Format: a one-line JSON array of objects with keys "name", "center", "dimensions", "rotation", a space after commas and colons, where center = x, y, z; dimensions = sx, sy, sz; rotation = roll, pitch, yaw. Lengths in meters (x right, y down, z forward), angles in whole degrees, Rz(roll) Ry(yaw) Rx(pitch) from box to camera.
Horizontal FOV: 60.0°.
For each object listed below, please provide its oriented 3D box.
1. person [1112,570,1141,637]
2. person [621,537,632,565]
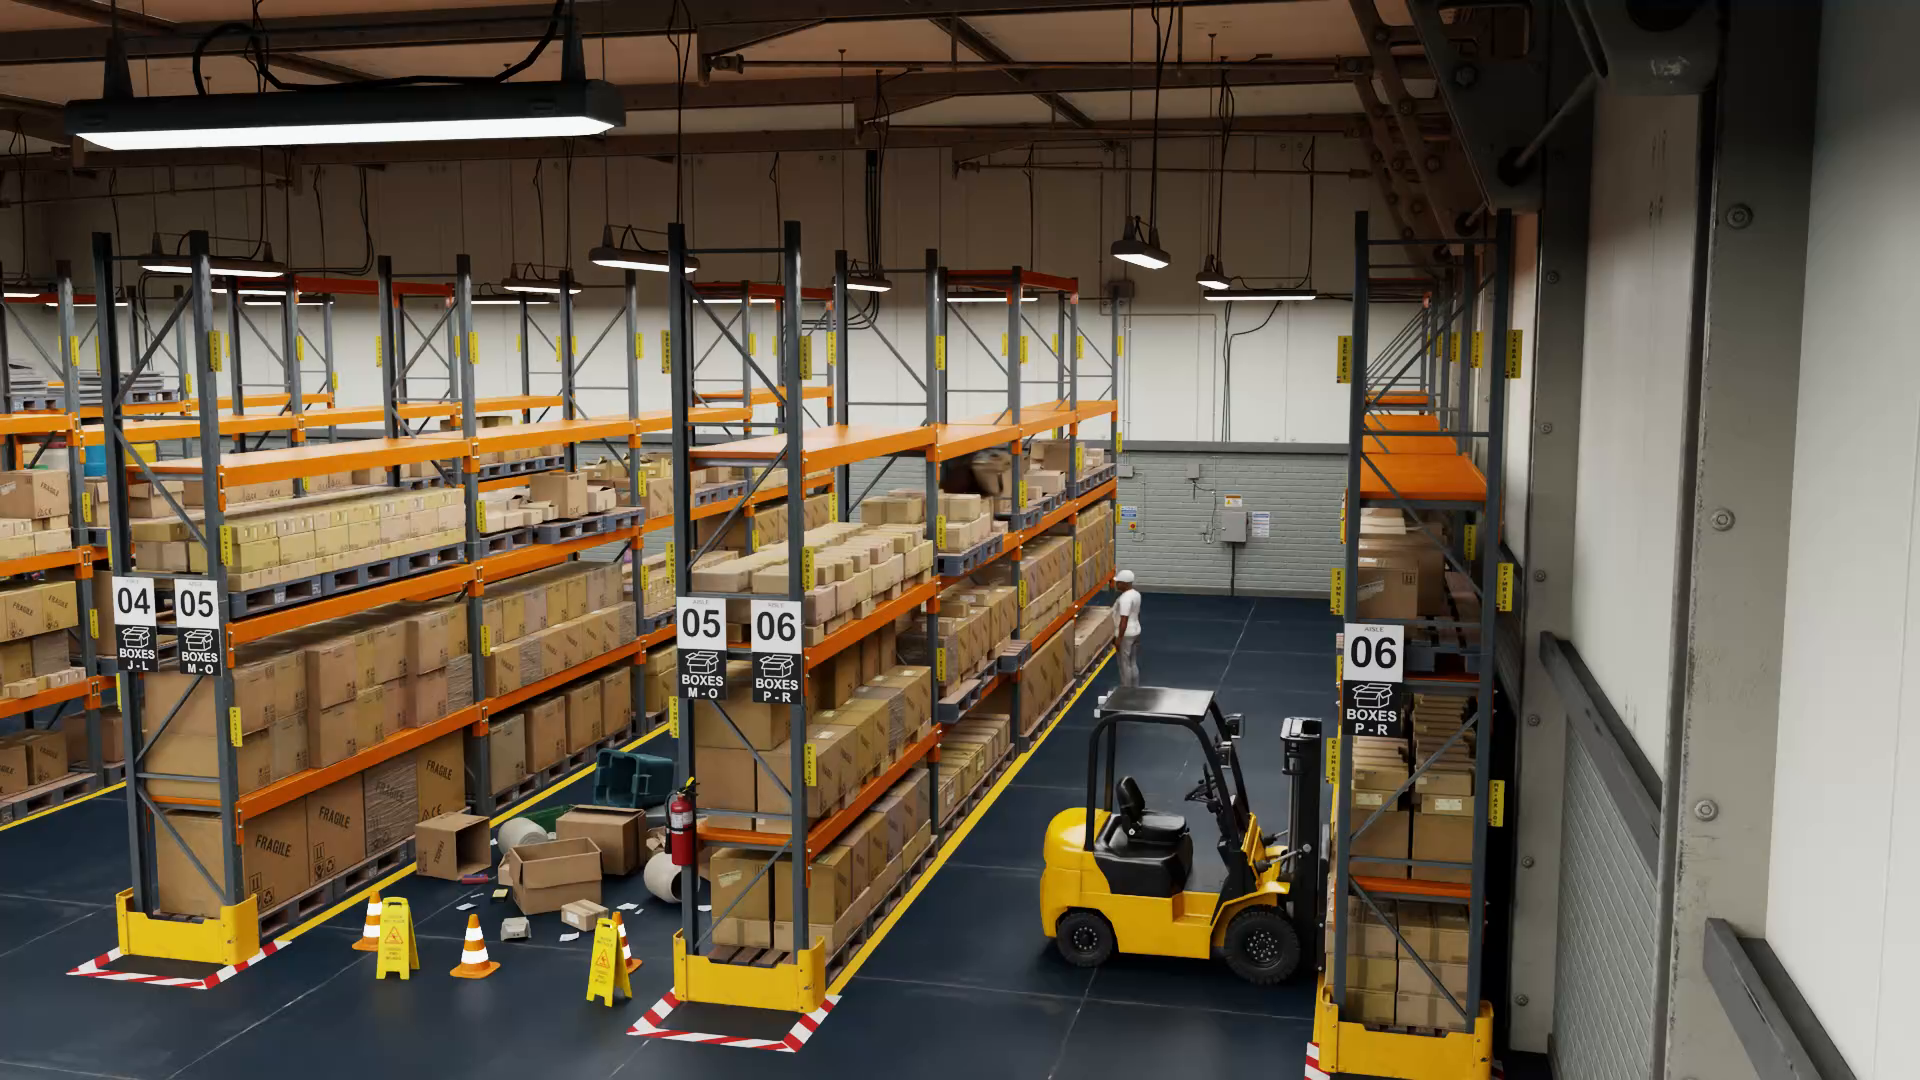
[{"name": "person", "center": [2.223, 1.282, 22.240], "dimensions": [0.366, 1.775, 0.593], "rotation": [3, 8, 25]}, {"name": "person", "center": [-5.949, 0.711, 30.088], "dimensions": [0.524, 1.581, 0.399], "rotation": [-1, 7, -11]}]
